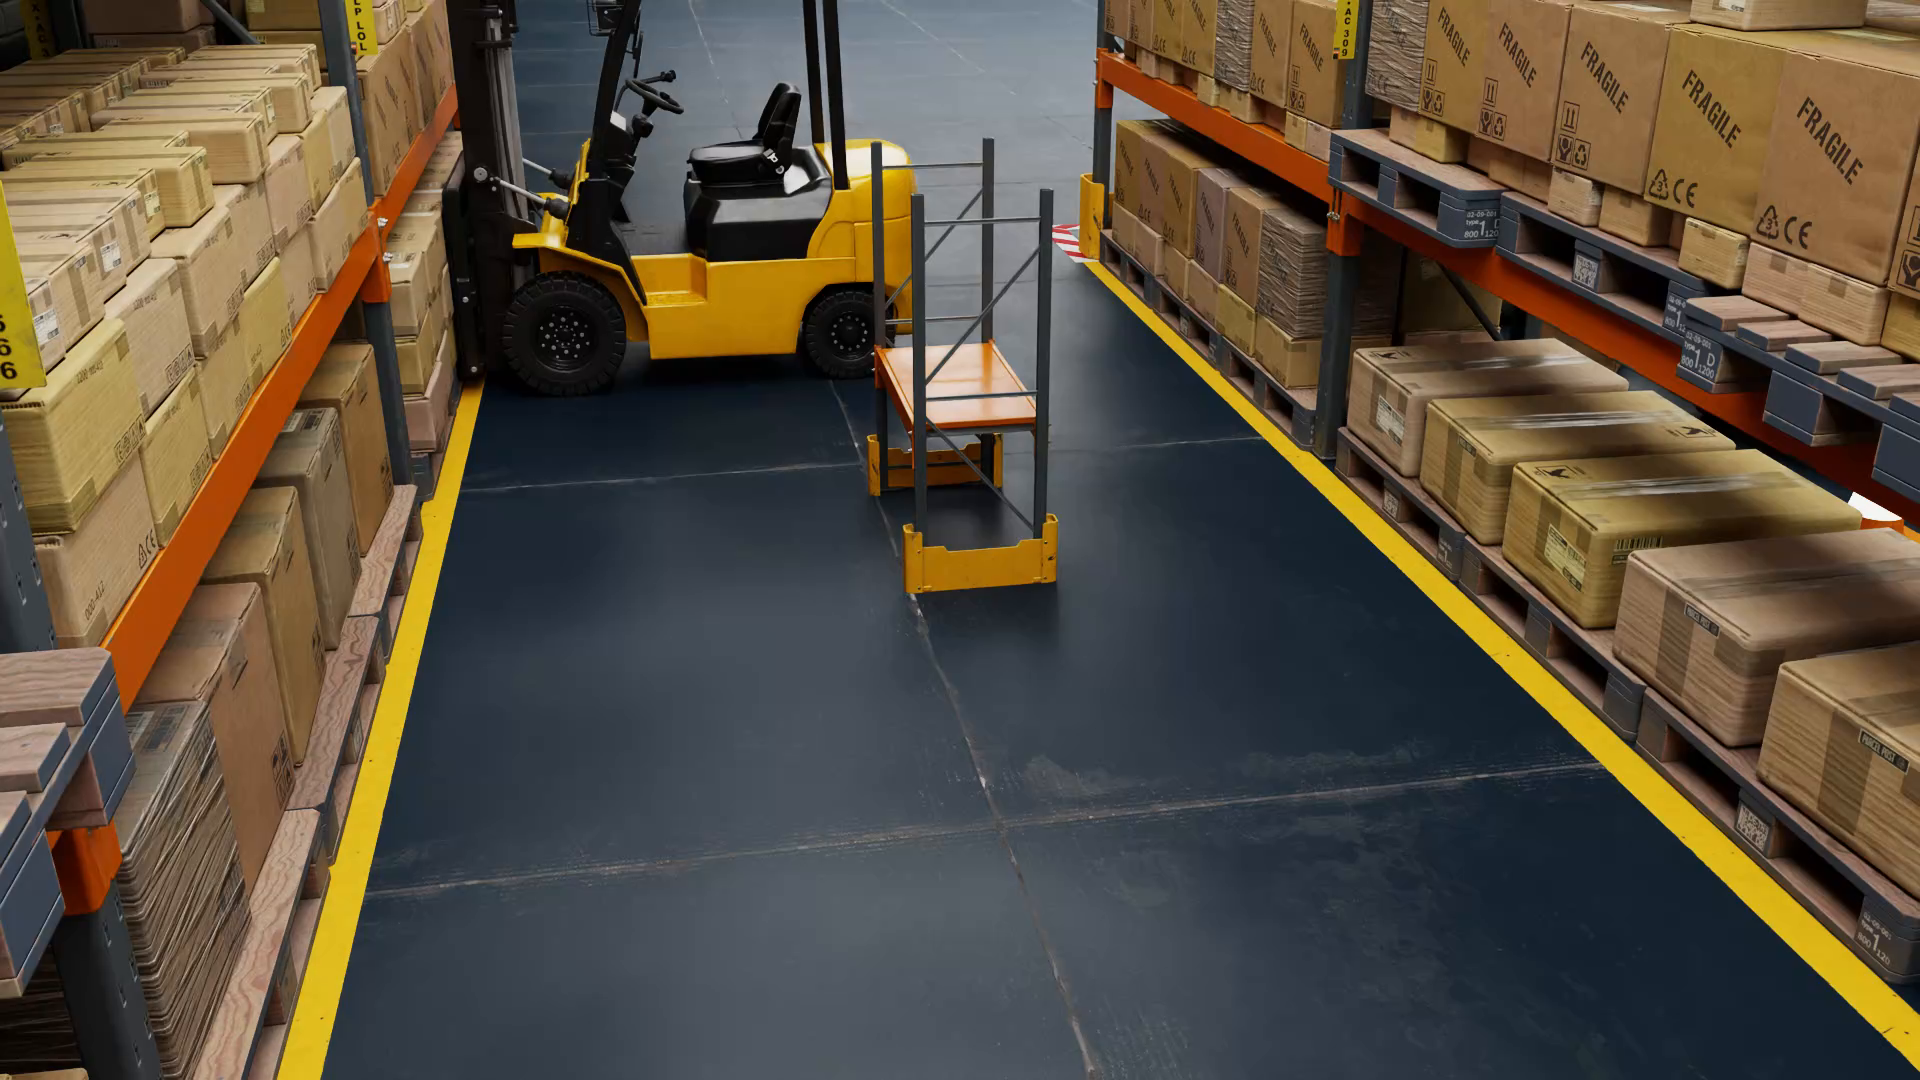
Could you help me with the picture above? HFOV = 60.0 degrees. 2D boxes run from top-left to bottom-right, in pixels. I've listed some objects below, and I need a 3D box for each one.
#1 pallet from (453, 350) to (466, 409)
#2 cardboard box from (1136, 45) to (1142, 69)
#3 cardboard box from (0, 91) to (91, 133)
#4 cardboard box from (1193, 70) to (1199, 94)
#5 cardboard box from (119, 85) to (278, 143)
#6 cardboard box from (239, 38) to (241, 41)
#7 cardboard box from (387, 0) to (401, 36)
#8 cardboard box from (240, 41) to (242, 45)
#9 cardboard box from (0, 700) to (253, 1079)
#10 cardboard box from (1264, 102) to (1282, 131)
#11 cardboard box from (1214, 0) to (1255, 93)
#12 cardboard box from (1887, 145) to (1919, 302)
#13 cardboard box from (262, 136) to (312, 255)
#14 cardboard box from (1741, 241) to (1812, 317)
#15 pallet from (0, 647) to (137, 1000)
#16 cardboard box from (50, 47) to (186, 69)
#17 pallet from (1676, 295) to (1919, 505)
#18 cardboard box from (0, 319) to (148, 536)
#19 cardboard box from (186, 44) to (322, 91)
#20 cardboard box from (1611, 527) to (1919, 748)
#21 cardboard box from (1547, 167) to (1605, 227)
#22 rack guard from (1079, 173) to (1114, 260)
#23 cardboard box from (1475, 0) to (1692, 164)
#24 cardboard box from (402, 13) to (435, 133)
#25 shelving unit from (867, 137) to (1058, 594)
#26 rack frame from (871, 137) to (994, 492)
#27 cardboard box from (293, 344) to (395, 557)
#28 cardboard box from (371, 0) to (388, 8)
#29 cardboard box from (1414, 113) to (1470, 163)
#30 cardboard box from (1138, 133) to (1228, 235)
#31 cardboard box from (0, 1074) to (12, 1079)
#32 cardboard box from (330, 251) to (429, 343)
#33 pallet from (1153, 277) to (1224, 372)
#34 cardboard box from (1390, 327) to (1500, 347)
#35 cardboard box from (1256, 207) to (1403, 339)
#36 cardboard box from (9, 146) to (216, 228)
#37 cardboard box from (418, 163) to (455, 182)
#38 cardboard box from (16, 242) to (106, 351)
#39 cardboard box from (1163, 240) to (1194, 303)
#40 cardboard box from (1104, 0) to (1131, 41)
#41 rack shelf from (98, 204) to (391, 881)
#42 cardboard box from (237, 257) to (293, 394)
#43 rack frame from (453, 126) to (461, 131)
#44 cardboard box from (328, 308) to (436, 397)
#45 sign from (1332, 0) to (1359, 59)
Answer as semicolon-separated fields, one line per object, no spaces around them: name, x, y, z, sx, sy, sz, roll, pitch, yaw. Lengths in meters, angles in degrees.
pallet;-3.089;-0.941;8.640;1.003;0.211;1.213;-4;24;-10
cardboard box;1.273;-2.891;9.936;0.380;0.149;0.250;-5;24;-11
cardboard box;-2.767;-1.204;4.824;0.380;0.149;0.250;-4;24;-10
cardboard box;1.484;-2.483;9.002;0.380;0.149;0.250;-5;24;-11
cardboard box;-2.248;-1.245;4.918;0.380;0.149;0.250;-5;24;-11
cardboard box;-3.273;-2.172;7.040;0.380;0.149;0.250;-4;24;-9
cardboard box;-2.699;-2.318;7.374;0.380;0.149;0.250;-5;24;-10
cardboard box;-3.191;-1.821;7.046;0.500;0.500;0.500;-4;24;-9
cardboard box;-2.116;0.801;3.610;0.875;0.625;0.625;-4;24;-8
cardboard box;1.708;-2.084;8.088;0.380;0.149;0.250;-5;24;-10
cardboard box;1.595;-2.535;8.309;0.500;0.500;0.500;-4;24;-8
cardboard box;2.506;-0.750;3.698;0.500;0.500;0.500;-5;24;-11
cardboard box;-2.221;-1.005;4.865;0.500;0.250;0.500;-4;24;-9
cardboard box;2.321;-0.702;4.398;0.380;0.149;0.250;-5;24;-12
pallet;-1.820;0.501;2.095;1.213;0.211;1.003;-4;24;-10
cardboard box;-2.899;-1.611;5.755;0.380;0.149;0.250;-5;24;-11
pallet;2.627;-0.402;4.162;1.213;0.211;1.003;-4;24;-10
cardboard box;-1.831;-0.203;3.030;0.500;0.250;0.500;-4;24;-10
cardboard box;-2.472;-1.647;5.838;0.380;0.149;0.250;-3;24;-8
cardboard box;2.624;0.282;5.115;0.950;0.372;0.625;-5;24;-11
cardboard box;2.129;-1.112;5.338;0.380;0.149;0.250;-3;24;-8
rack guard;1.398;-2.189;11.136;1.175;0.500;0.348;-4;24;-10
cardboard box;2.100;-1.567;5.569;0.500;0.500;0.500;-4;24;-10
cardboard box;-2.859;-2.264;8.060;0.500;0.500;0.500;-4;24;-9
shelving unit;-0.014;-0.717;6.518;0.587;1.500;1.083;-4;24;-10
rack frame;-0.110;-0.921;6.984;0.500;1.500;0.032;-4;24;-10
cardboard box;-2.646;-0.322;6.181;0.875;0.625;0.625;-3;24;-7
cardboard box;-2.661;-2.353;7.083;0.380;0.149;0.250;-4;24;-9
cardboard box;1.953;-1.528;6.291;0.380;0.149;0.250;-4;24;-9
cardboard box;1.367;-2.088;9.756;0.500;0.500;0.500;-5;24;-12
cardboard box;-1.674;0.983;2.540;0.380;0.149;0.250;-5;24;-12
cardboard box;-2.535;-1.026;7.013;0.500;0.250;0.500;-5;24;-11
pallet;1.736;-1.255;9.360;1.003;0.211;1.213;-4;24;-10
cardboard box;2.280;-0.975;8.145;0.500;0.250;0.500;-5;24;-12
cardboard box;1.751;-1.279;7.906;0.500;0.500;0.500;-5;24;-10
cardboard box;-2.033;-0.846;4.003;0.380;0.149;0.250;-4;24;-9
cardboard box;-2.898;-1.829;8.853;0.500;0.250;0.500;-4;24;-9
cardboard box;-1.834;-0.444;3.082;0.380;0.149;0.250;-4;24;-9
cardboard box;1.462;-1.544;9.447;0.500;0.250;0.500;-3;24;-6
cardboard box;1.199;-3.339;10.151;0.500;0.500;0.500;-5;24;-11
rack shelf;-2.384;-0.305;4.600;1.077;0.370;4.000;-4;24;-10
cardboard box;-2.140;-0.577;4.510;0.500;0.250;0.500;-4;24;-8
rack frame;-3.493;-2.995;9.860;1.000;3.000;0.127;-4;24;-10
cardboard box;-2.540;-0.796;7.112;0.500;0.250;0.500;-4;24;-10
sign;1.592;-2.144;6.830;0.100;0.325;0.005;-4;24;-10
